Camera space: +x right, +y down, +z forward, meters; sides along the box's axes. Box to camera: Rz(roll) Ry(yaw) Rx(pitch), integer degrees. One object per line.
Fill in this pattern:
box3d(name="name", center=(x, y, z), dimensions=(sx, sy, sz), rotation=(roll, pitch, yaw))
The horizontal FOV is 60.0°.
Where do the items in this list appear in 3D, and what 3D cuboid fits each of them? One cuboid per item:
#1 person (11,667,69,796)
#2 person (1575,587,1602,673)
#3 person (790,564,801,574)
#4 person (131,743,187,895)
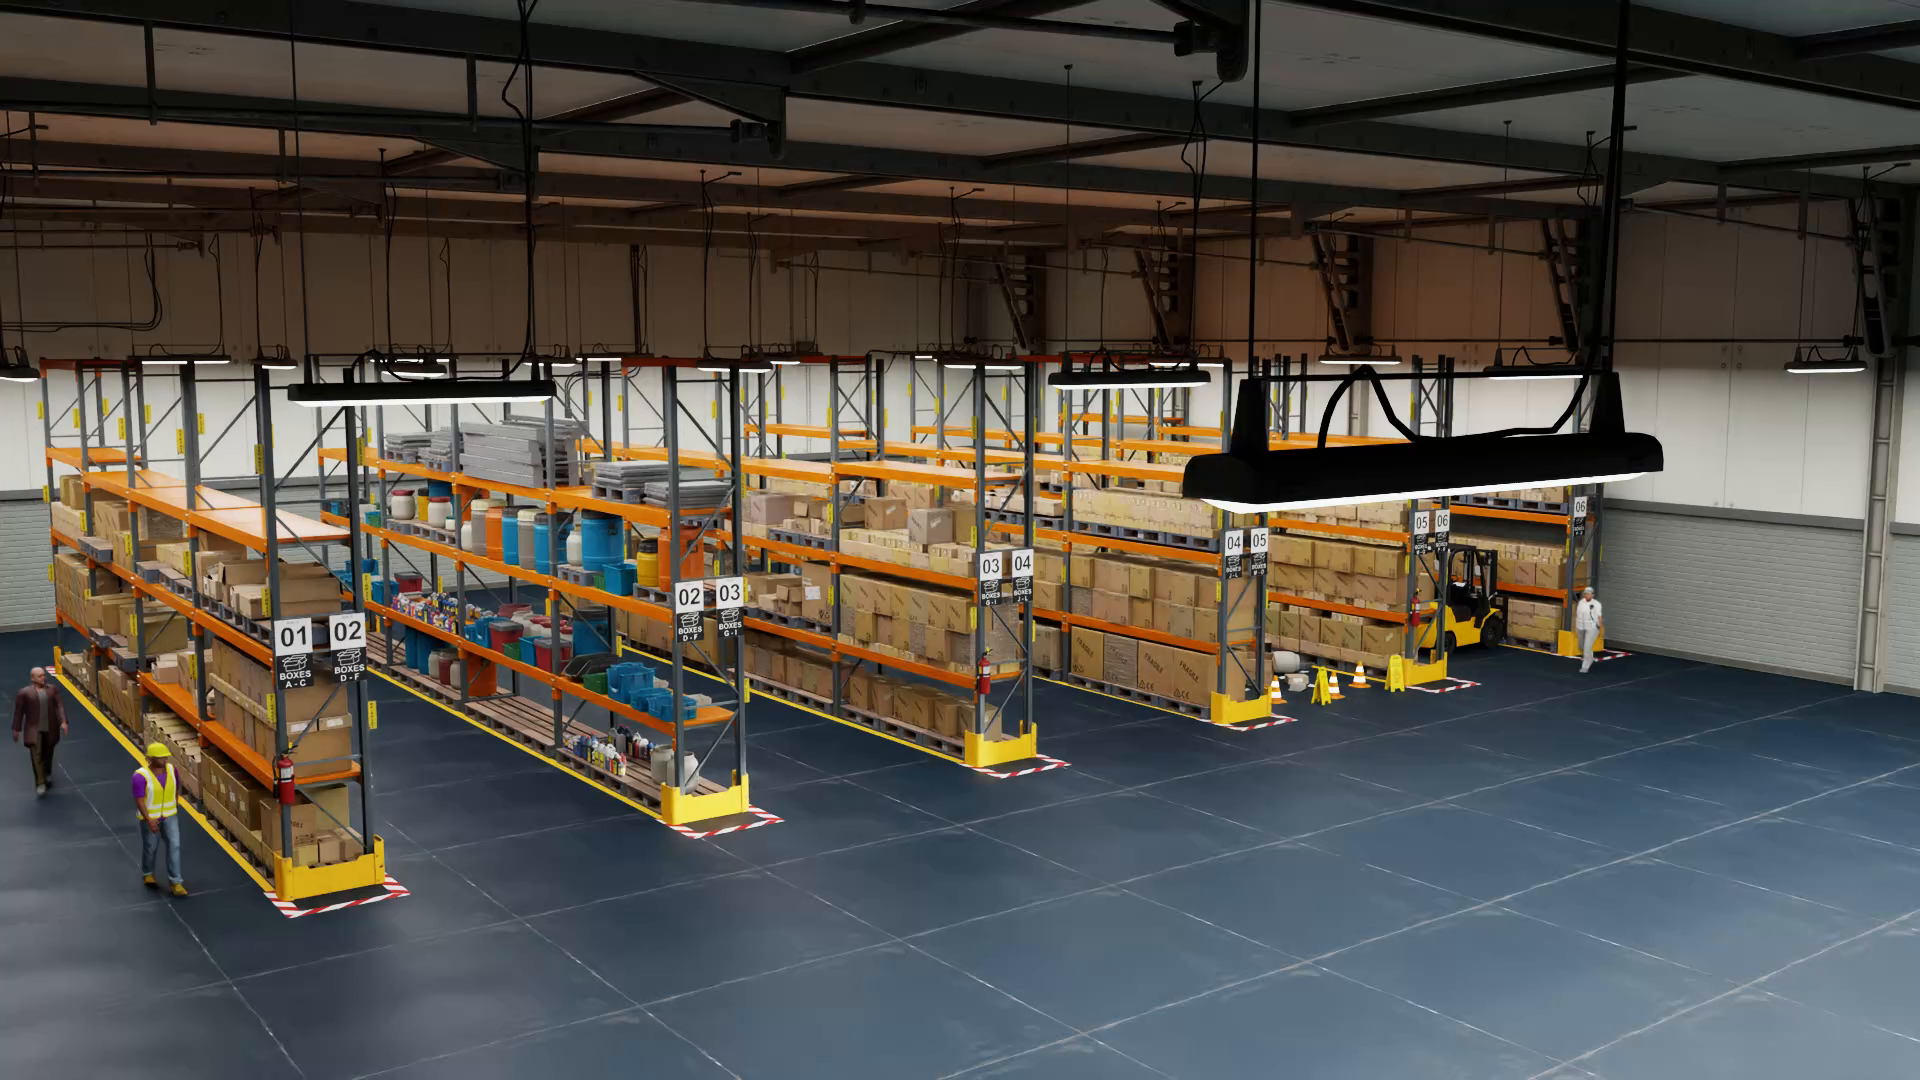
box3d(name="person", center=(-12.910, 2.647, 23.368), dimensions=(0.678, 1.717, 1.115), rotation=(-6, 9, -41))
box3d(name="person", center=(12.052, 1.695, 31.852), dimensions=(0.478, 1.621, 0.921), rotation=(7, 10, 44))
box3d(name="person", center=(-4.443, 0.187, 44.247), dimensions=(0.467, 1.647, 0.866), rotation=(3, 8, 26))
box3d(name="person", center=(-9.187, 3.176, 19.128), dimensions=(0.974, 1.708, 0.562), rotation=(6, 9, 43))
